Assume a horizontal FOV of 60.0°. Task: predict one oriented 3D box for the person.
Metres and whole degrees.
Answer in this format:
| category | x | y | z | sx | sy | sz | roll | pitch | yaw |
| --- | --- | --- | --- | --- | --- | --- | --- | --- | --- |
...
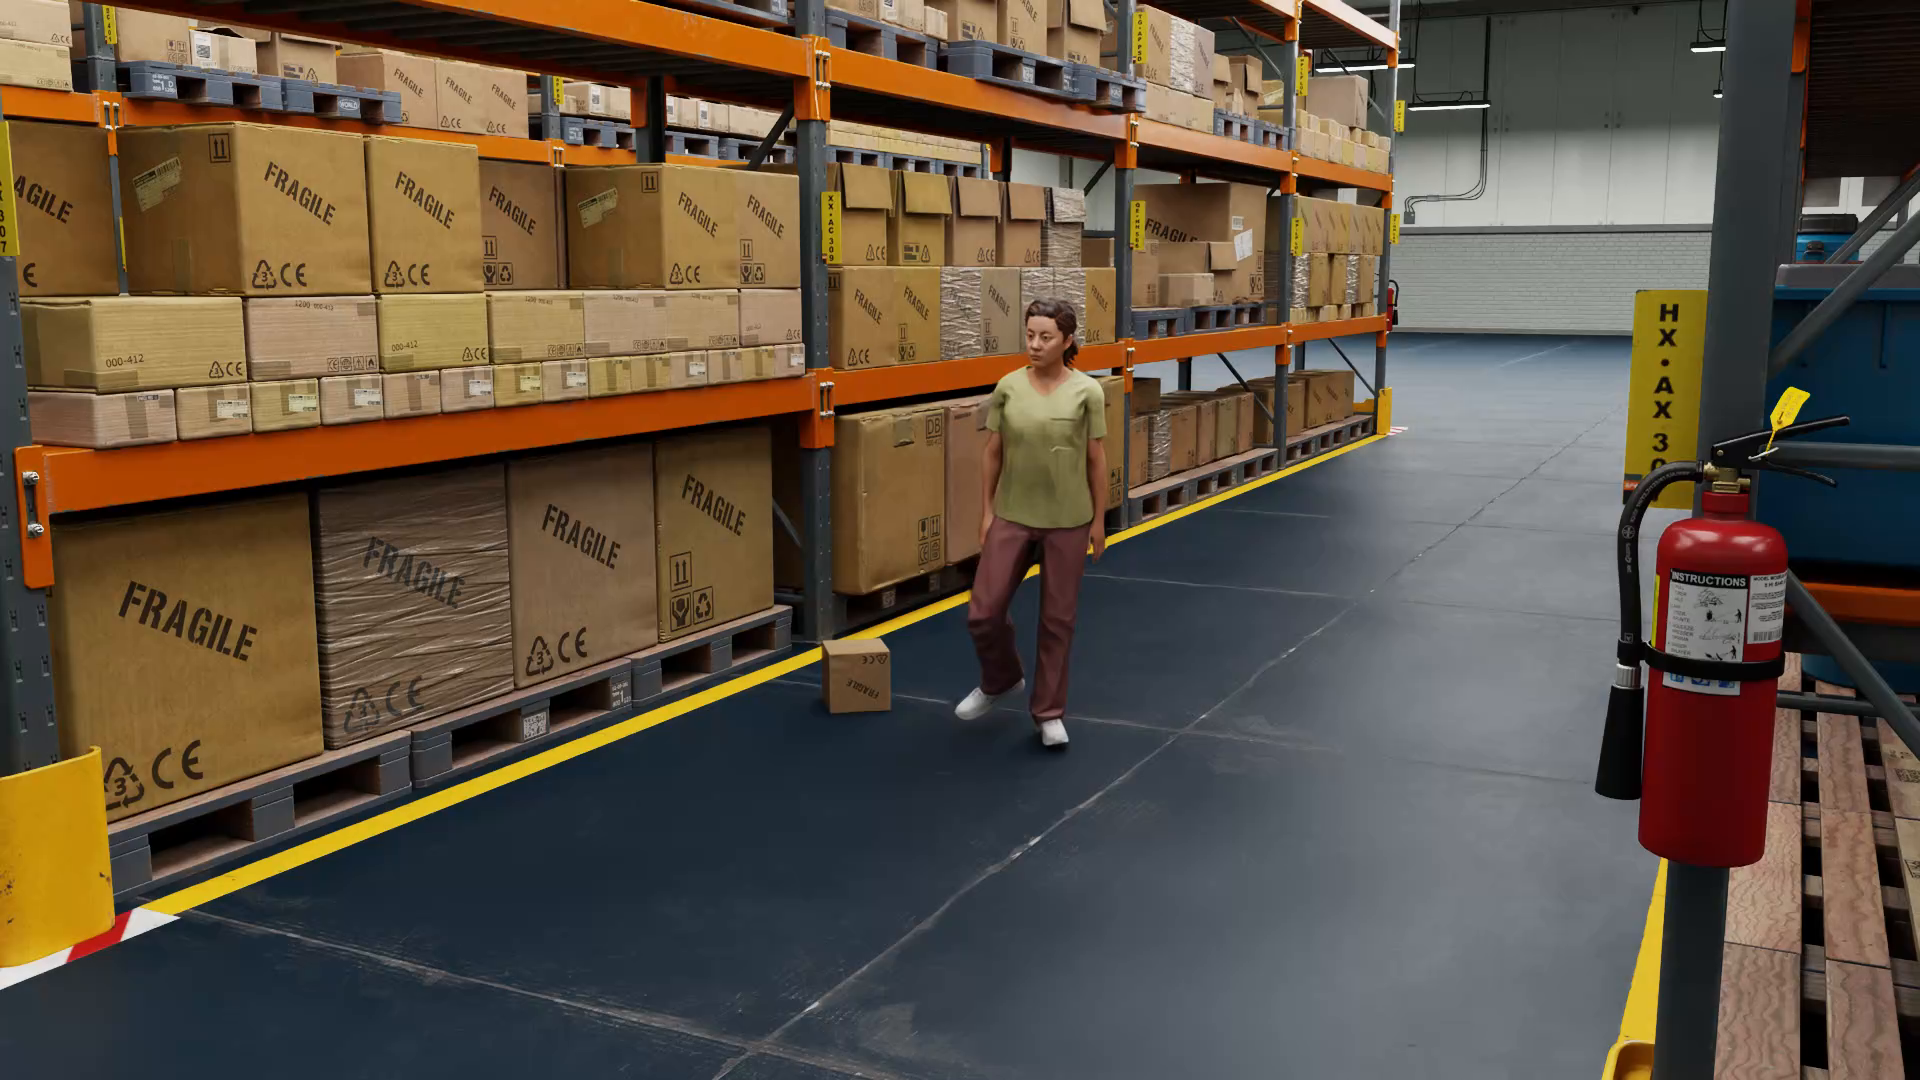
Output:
| category | x | y | z | sx | sy | sz | roll | pitch | yaw |
| --- | --- | --- | --- | --- | --- | --- | --- | --- | --- |
| person | 0.257 | -0.071 | 6.206 | 0.582 | 1.666 | 0.452 | 1 | 9 | 9 |
